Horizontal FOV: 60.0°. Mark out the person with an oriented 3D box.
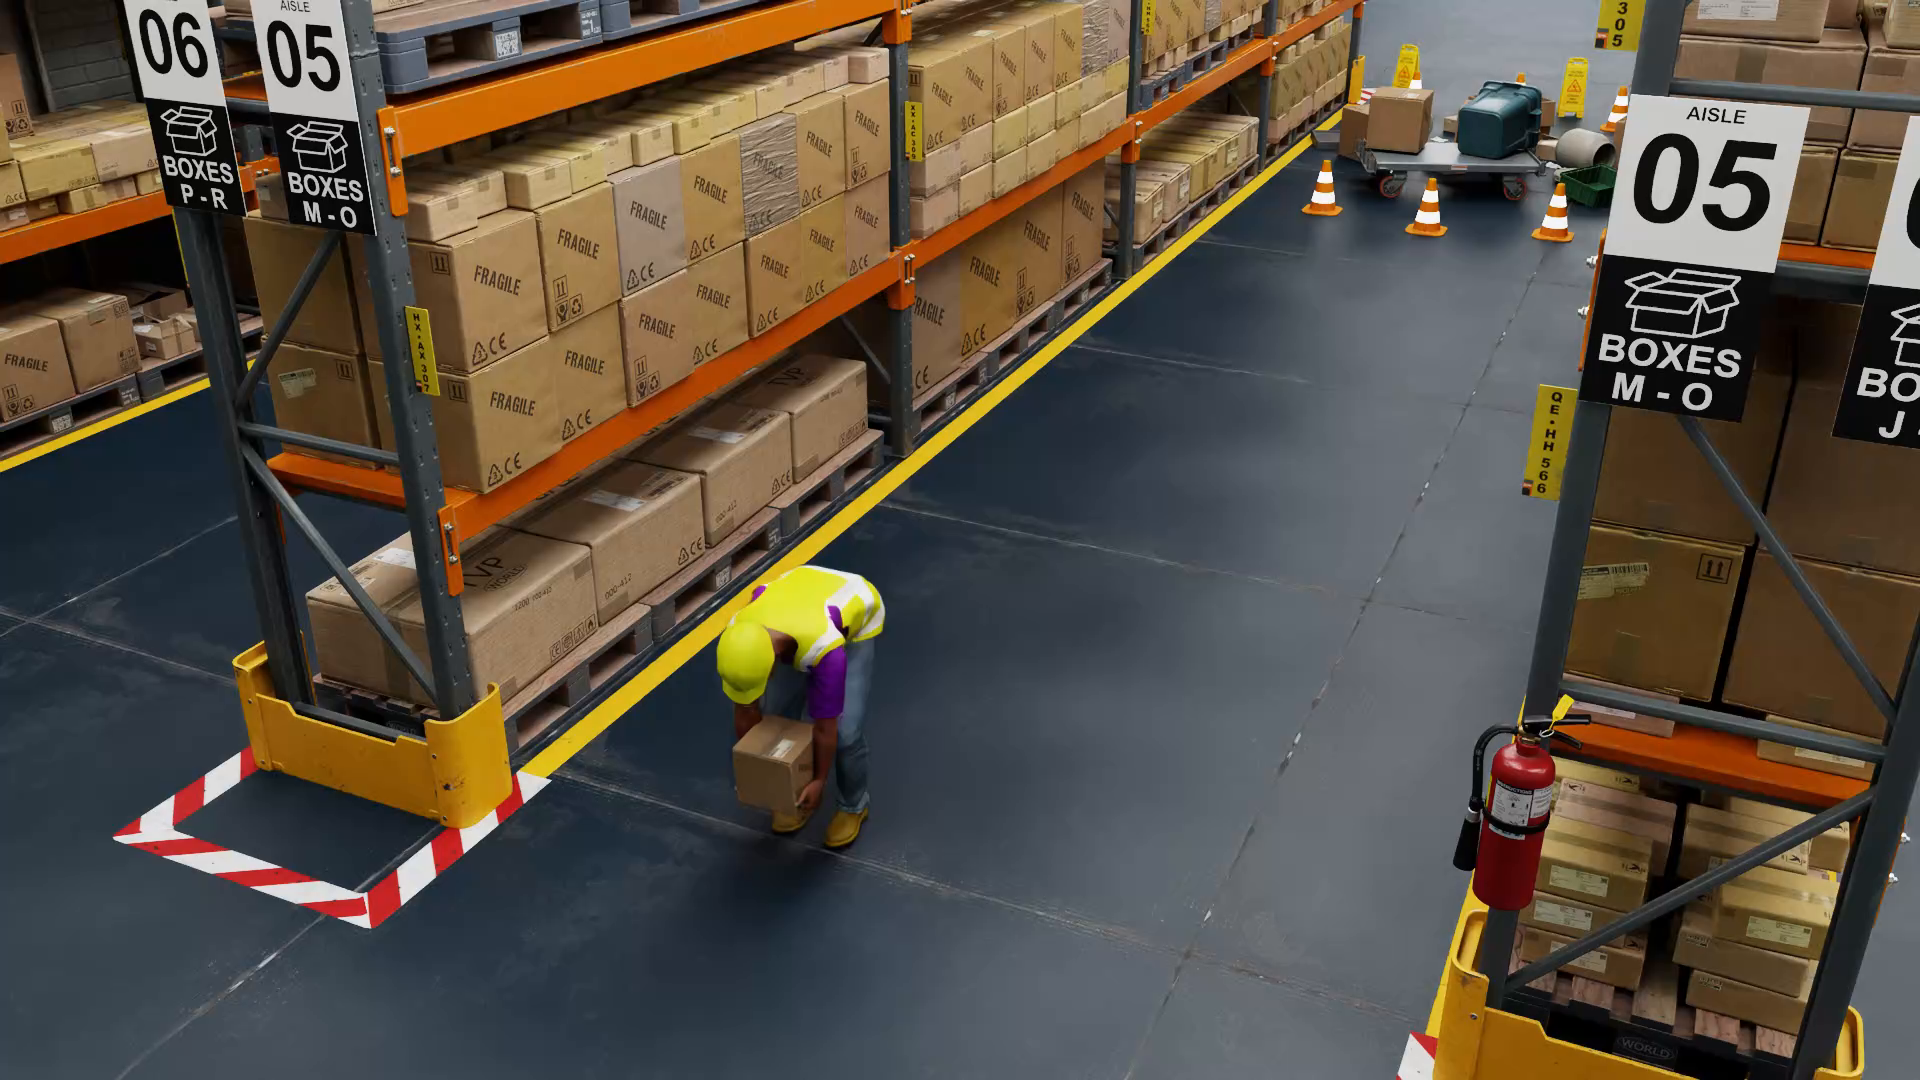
[{"bbox_3d":[-0.611,0.684,6.333,0.474,1.191,0.967,10,28,20],"label":"person"}]
